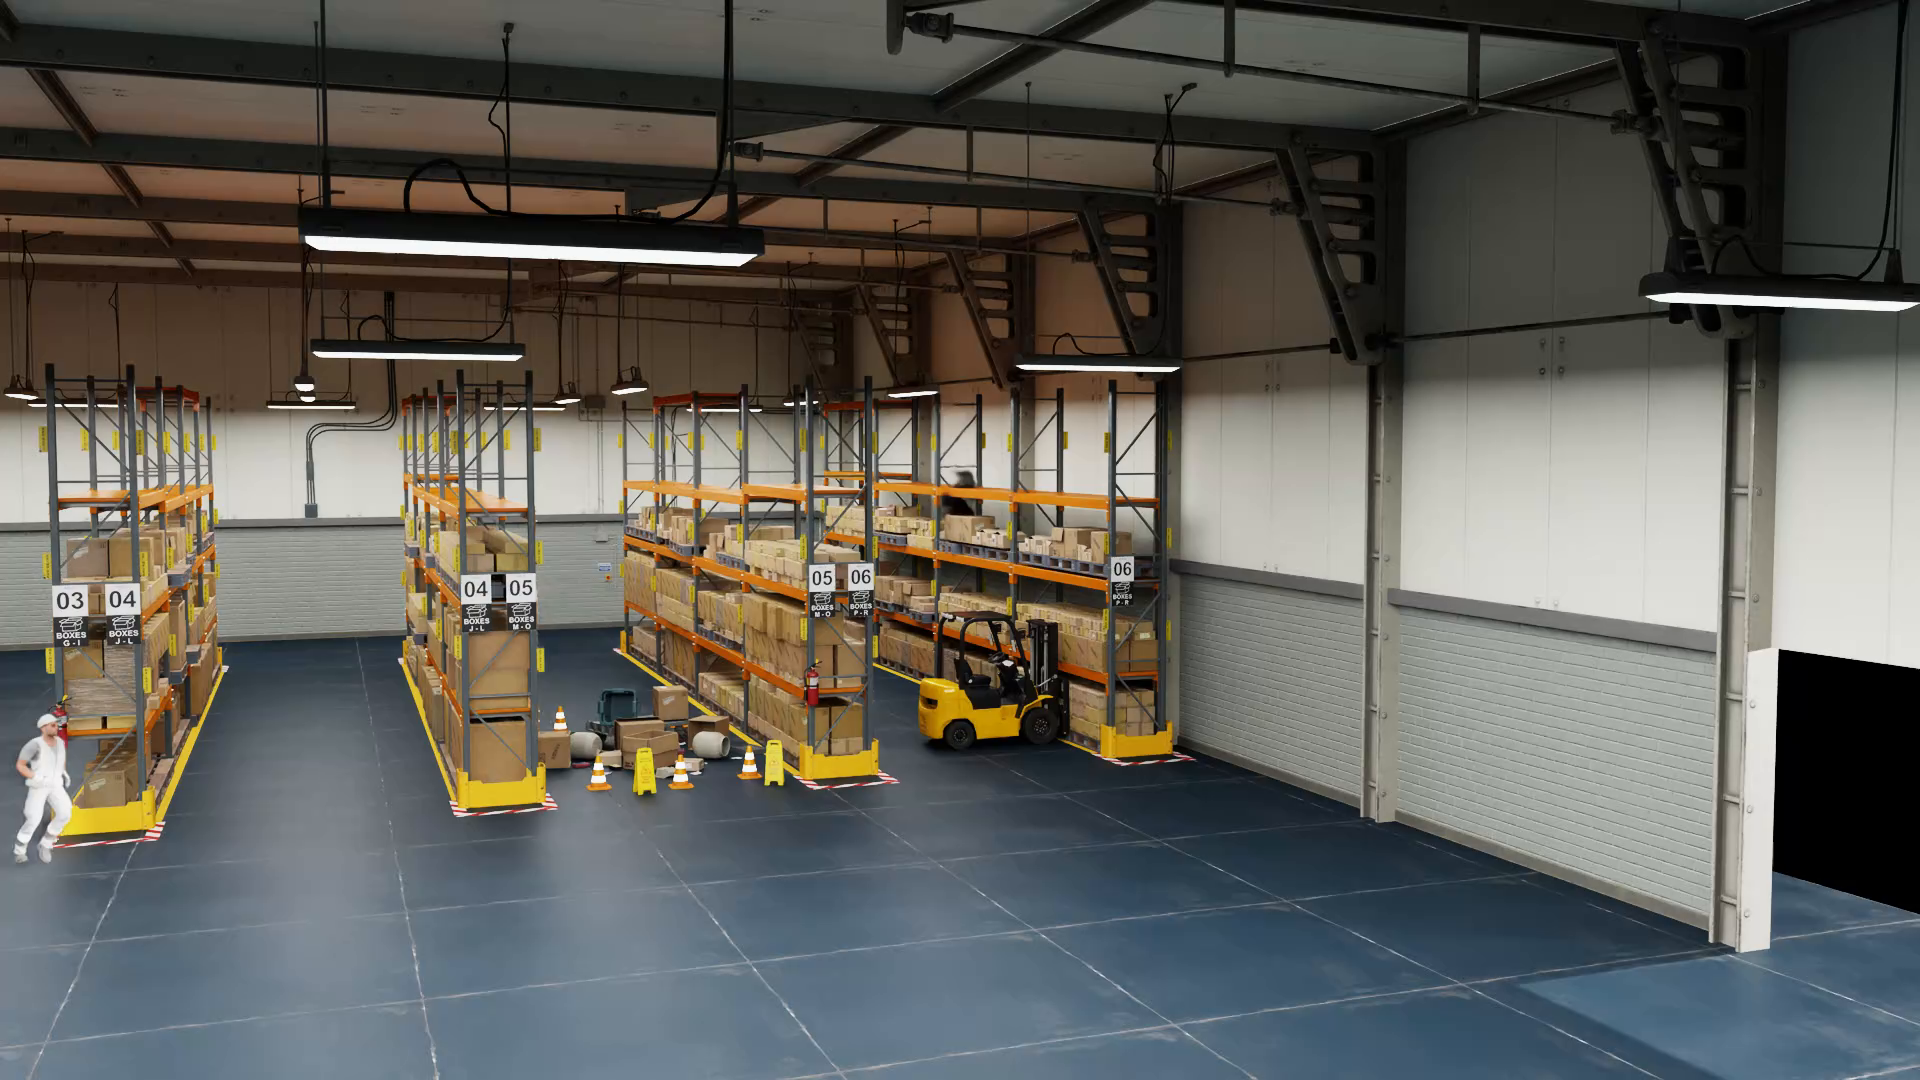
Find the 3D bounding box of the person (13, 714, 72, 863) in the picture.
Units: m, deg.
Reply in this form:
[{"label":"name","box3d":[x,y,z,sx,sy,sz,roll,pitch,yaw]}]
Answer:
[{"label":"person","box3d":[-10.914,2.961,19.891,0.652,1.749,0.715,2,4,27]}]
